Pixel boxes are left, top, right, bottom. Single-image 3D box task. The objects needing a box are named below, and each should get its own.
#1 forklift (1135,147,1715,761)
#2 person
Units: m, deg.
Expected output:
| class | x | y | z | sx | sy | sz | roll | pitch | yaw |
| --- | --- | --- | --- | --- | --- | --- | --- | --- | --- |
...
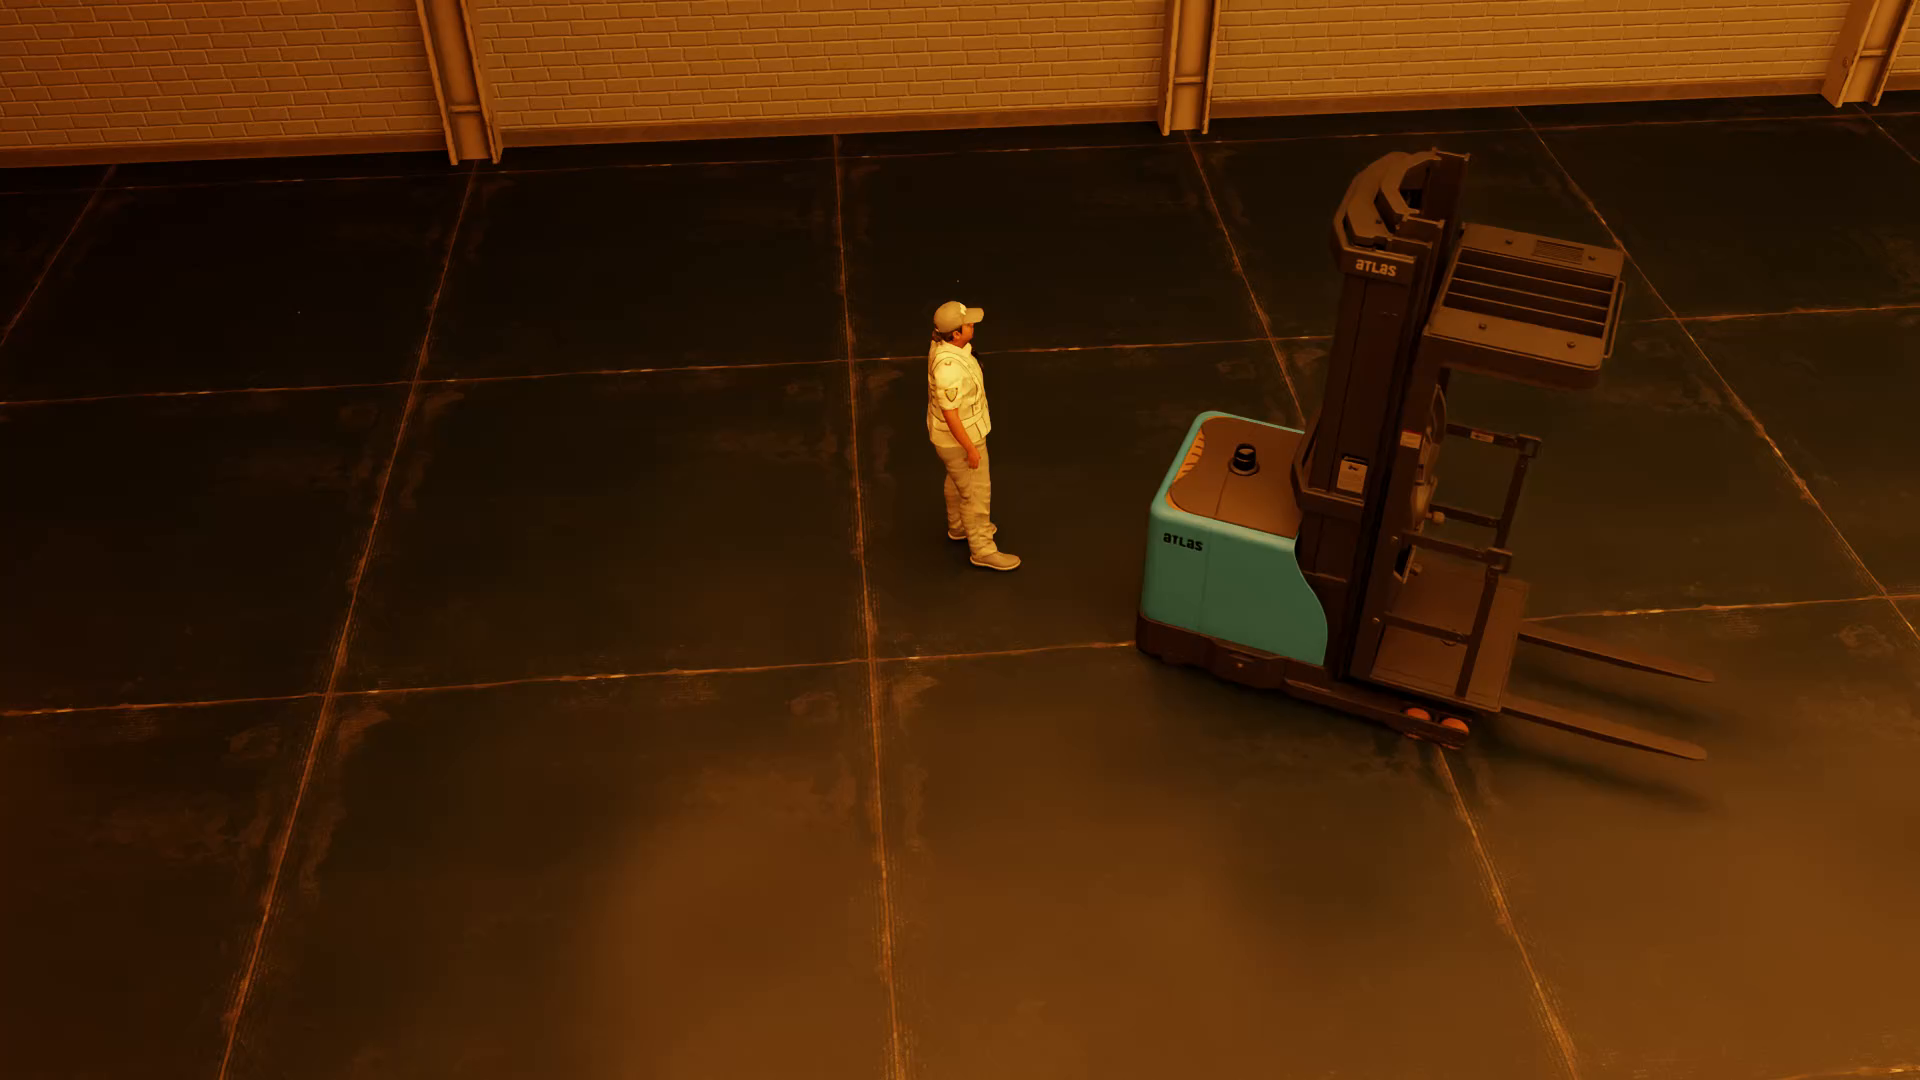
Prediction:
| class | x | y | z | sx | sy | sz | roll | pitch | yaw |
| --- | --- | --- | --- | --- | --- | --- | --- | --- | --- |
| forklift | 2.559 | -0.393 | 8.397 | 3.031 | 2.935 | 1.130 | 15 | 43 | 17 |
| person | 0.078 | -0.629 | 9.634 | 0.529 | 1.670 | 0.598 | -3 | 41 | -4 |
